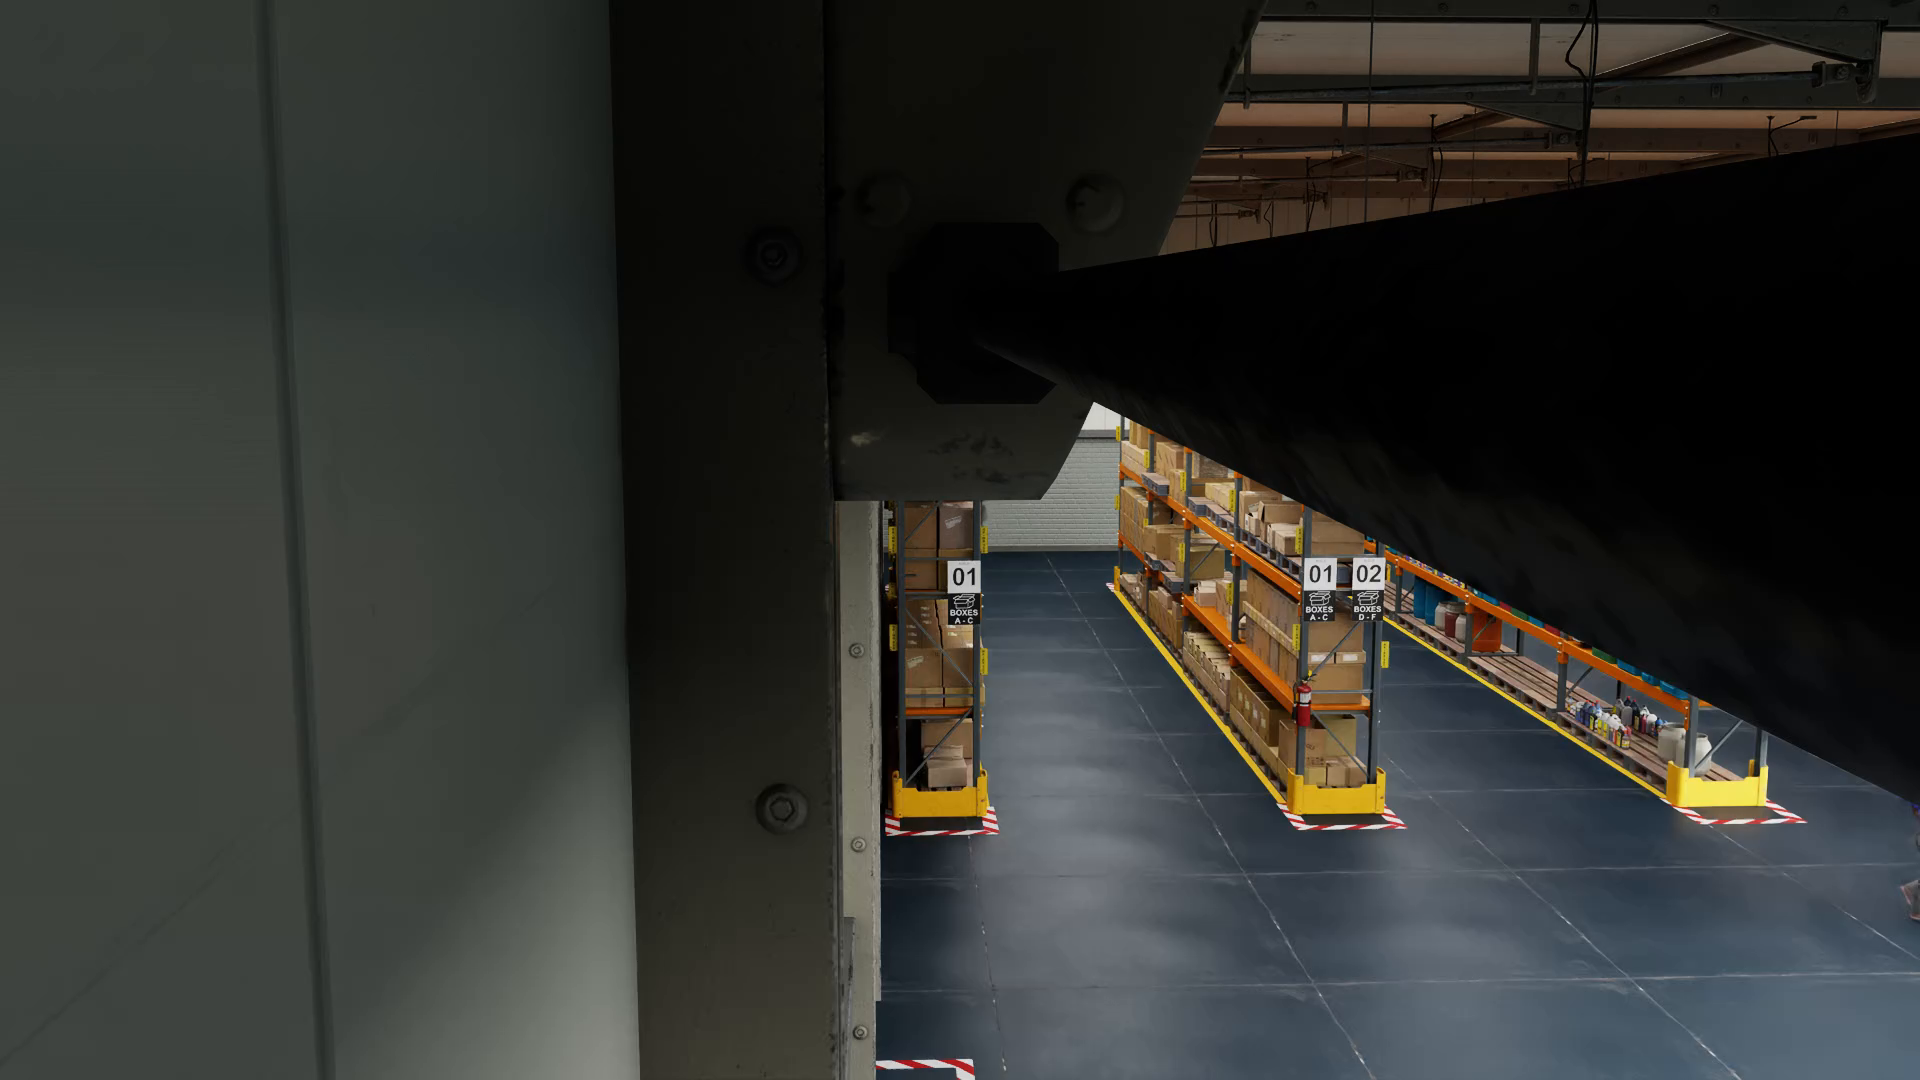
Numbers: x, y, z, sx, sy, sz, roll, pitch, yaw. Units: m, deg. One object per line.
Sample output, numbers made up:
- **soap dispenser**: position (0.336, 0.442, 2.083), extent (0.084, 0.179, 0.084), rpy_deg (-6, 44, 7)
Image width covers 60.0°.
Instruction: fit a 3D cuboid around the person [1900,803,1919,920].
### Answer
- **person**: position (9.958, 3.108, 16.950), extent (0.568, 1.609, 0.570), rpy_deg (3, 9, 23)
